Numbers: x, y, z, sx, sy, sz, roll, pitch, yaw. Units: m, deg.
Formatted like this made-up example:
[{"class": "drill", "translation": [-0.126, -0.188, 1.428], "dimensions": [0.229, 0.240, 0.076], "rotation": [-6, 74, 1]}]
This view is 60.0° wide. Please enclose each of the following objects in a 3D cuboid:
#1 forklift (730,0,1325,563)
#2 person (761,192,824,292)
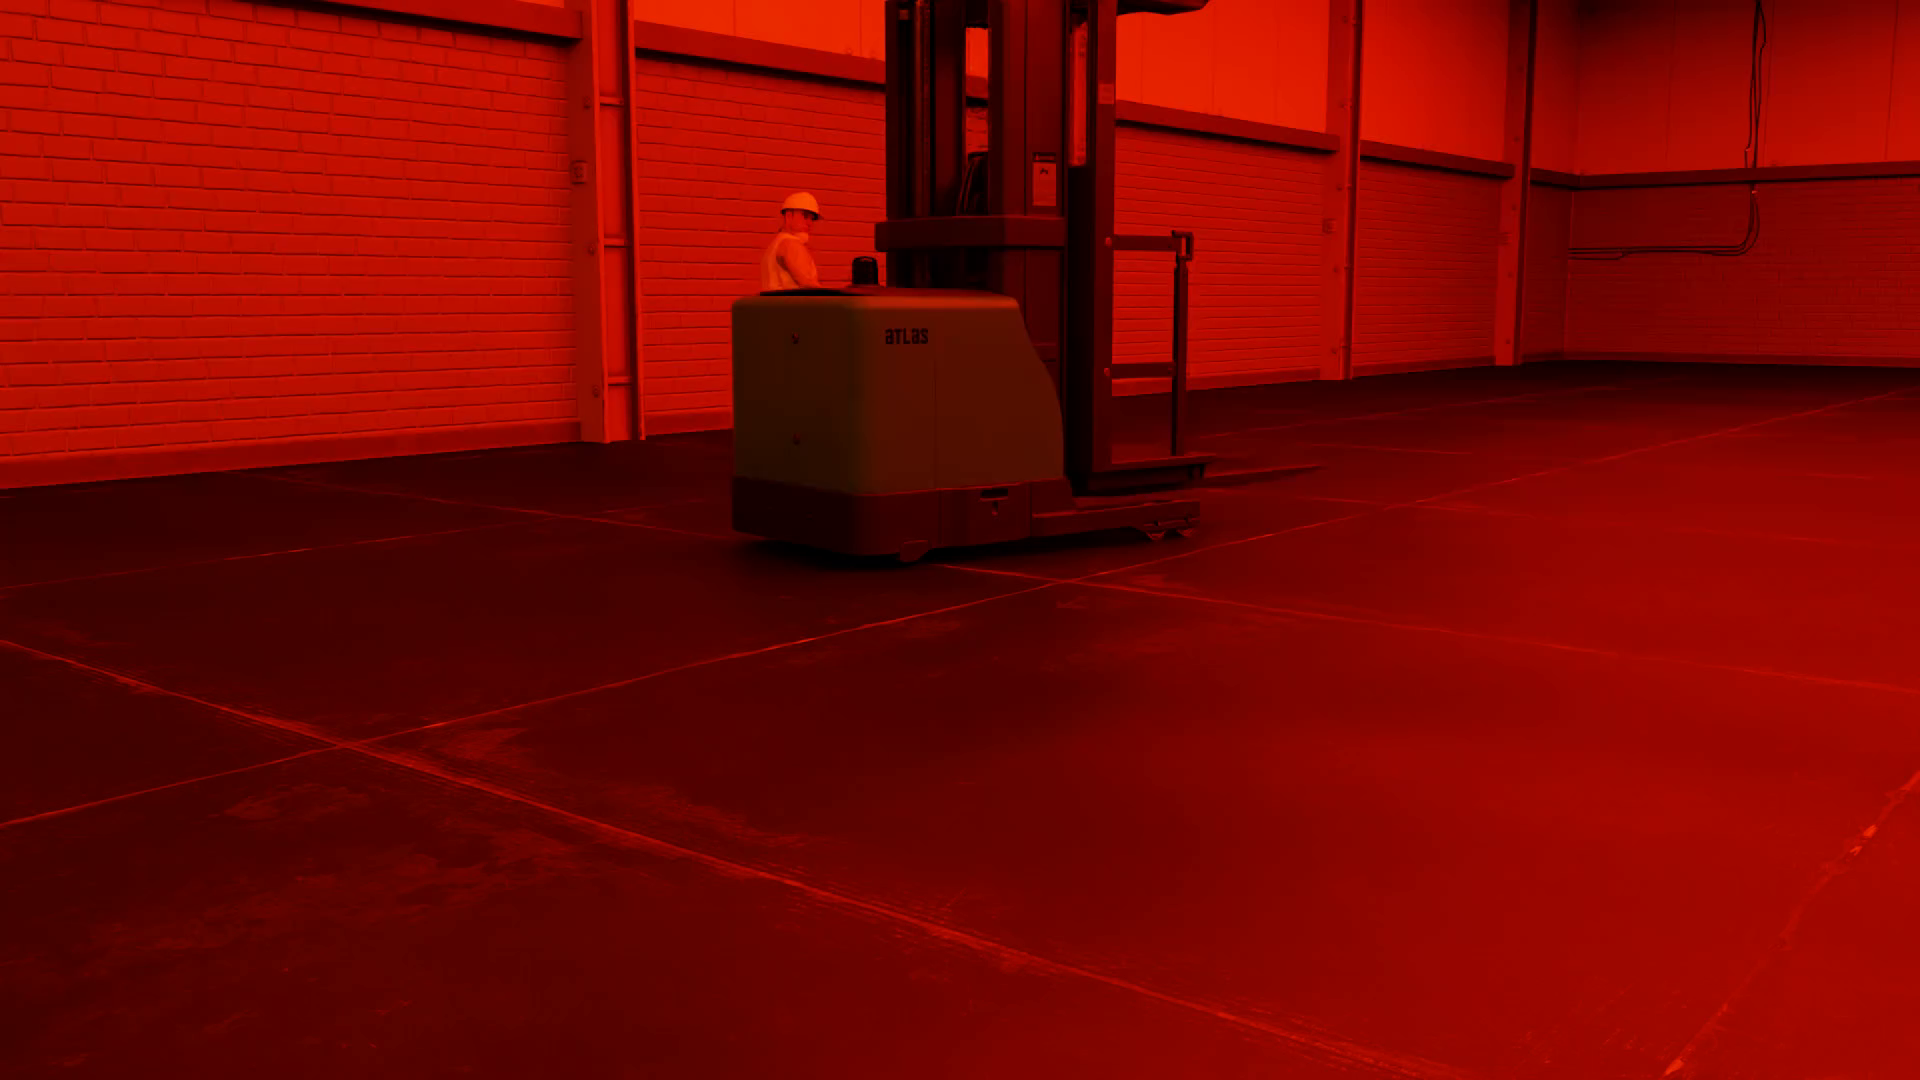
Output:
[{"class": "forklift", "translation": [0.471, -1.508, 7.589], "dimensions": [3.031, 2.935, 1.130], "rotation": [-7, 11, -39]}, {"class": "person", "translation": [-1.000, -1.280, 10.302], "dimensions": [0.524, 1.724, 0.753], "rotation": [-5, 10, -32]}]
